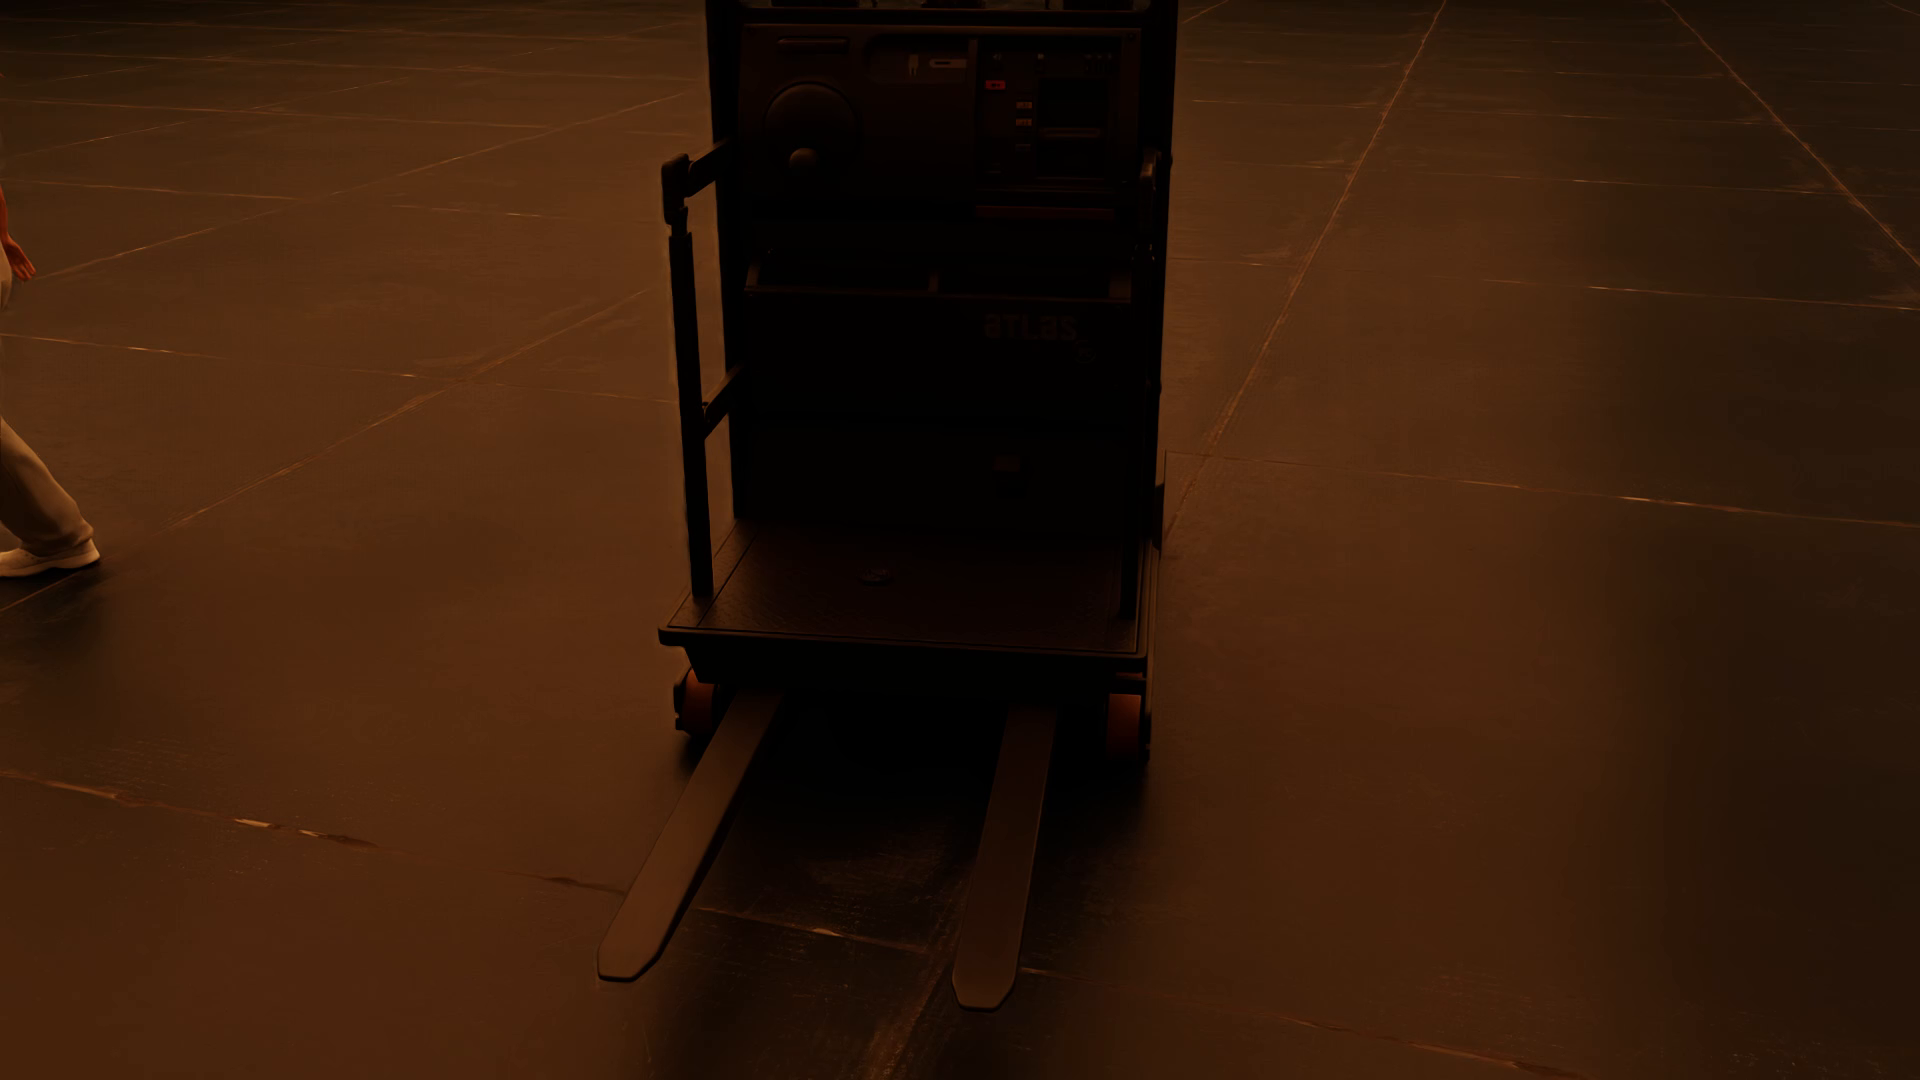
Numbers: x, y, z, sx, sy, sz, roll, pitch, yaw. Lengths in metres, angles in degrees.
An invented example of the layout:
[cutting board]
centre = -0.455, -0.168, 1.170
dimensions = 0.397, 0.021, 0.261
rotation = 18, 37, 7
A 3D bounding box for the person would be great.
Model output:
[person]
centre = -2.907, -0.679, 4.648
dimensions = 0.680, 1.679, 0.888
rotation = -5, 23, -12

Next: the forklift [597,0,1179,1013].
[forklift]
centre = -0.077, -0.976, 3.645
dimensions = 1.130, 2.935, 3.031
rotation = 3, 23, 7
